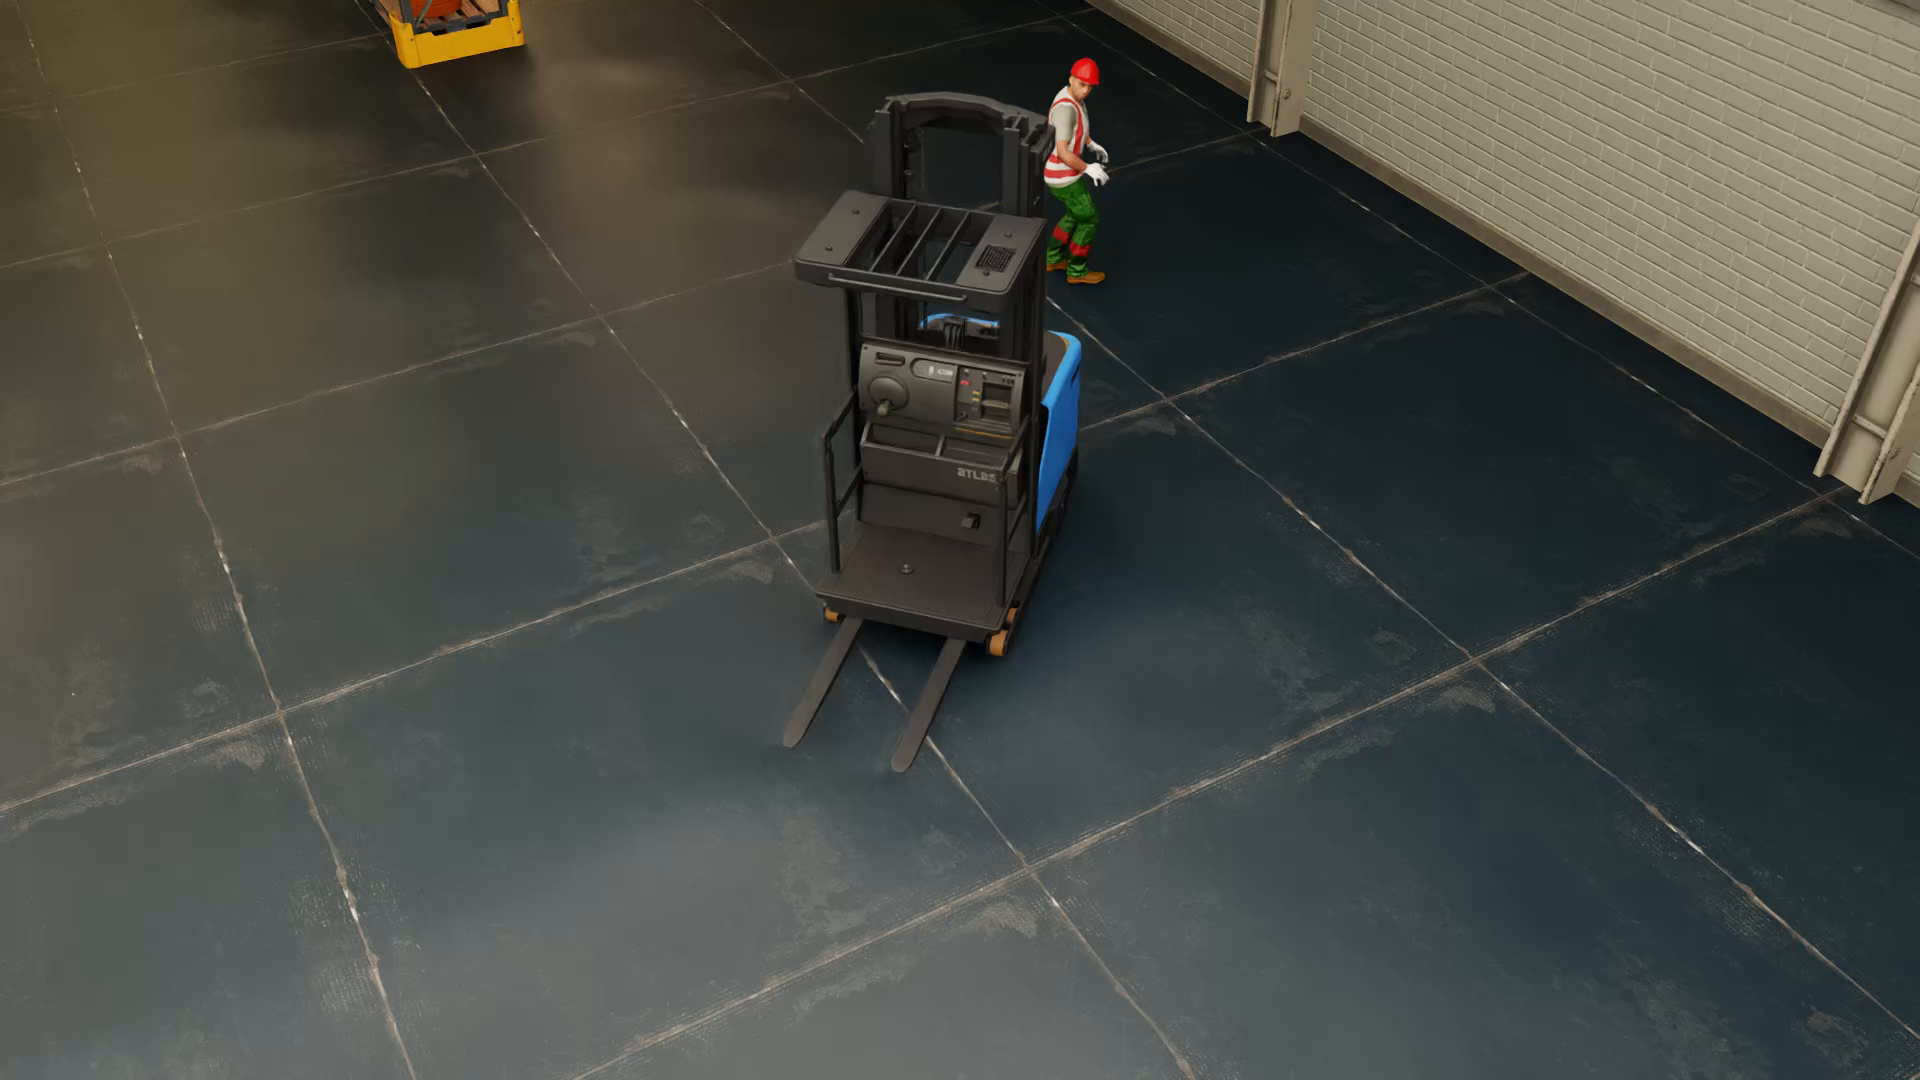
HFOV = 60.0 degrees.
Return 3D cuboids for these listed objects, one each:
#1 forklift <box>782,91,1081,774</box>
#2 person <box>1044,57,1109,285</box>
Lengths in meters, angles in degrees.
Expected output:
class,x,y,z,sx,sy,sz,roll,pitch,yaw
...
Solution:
class,x,y,z,sx,sy,sz,roll,pitch,yaw
forklift,-0.166,-0.745,8.935,1.130,2.935,3.031,11,41,13
person,0.855,-2.713,12.276,0.520,1.718,0.763,0,40,1
